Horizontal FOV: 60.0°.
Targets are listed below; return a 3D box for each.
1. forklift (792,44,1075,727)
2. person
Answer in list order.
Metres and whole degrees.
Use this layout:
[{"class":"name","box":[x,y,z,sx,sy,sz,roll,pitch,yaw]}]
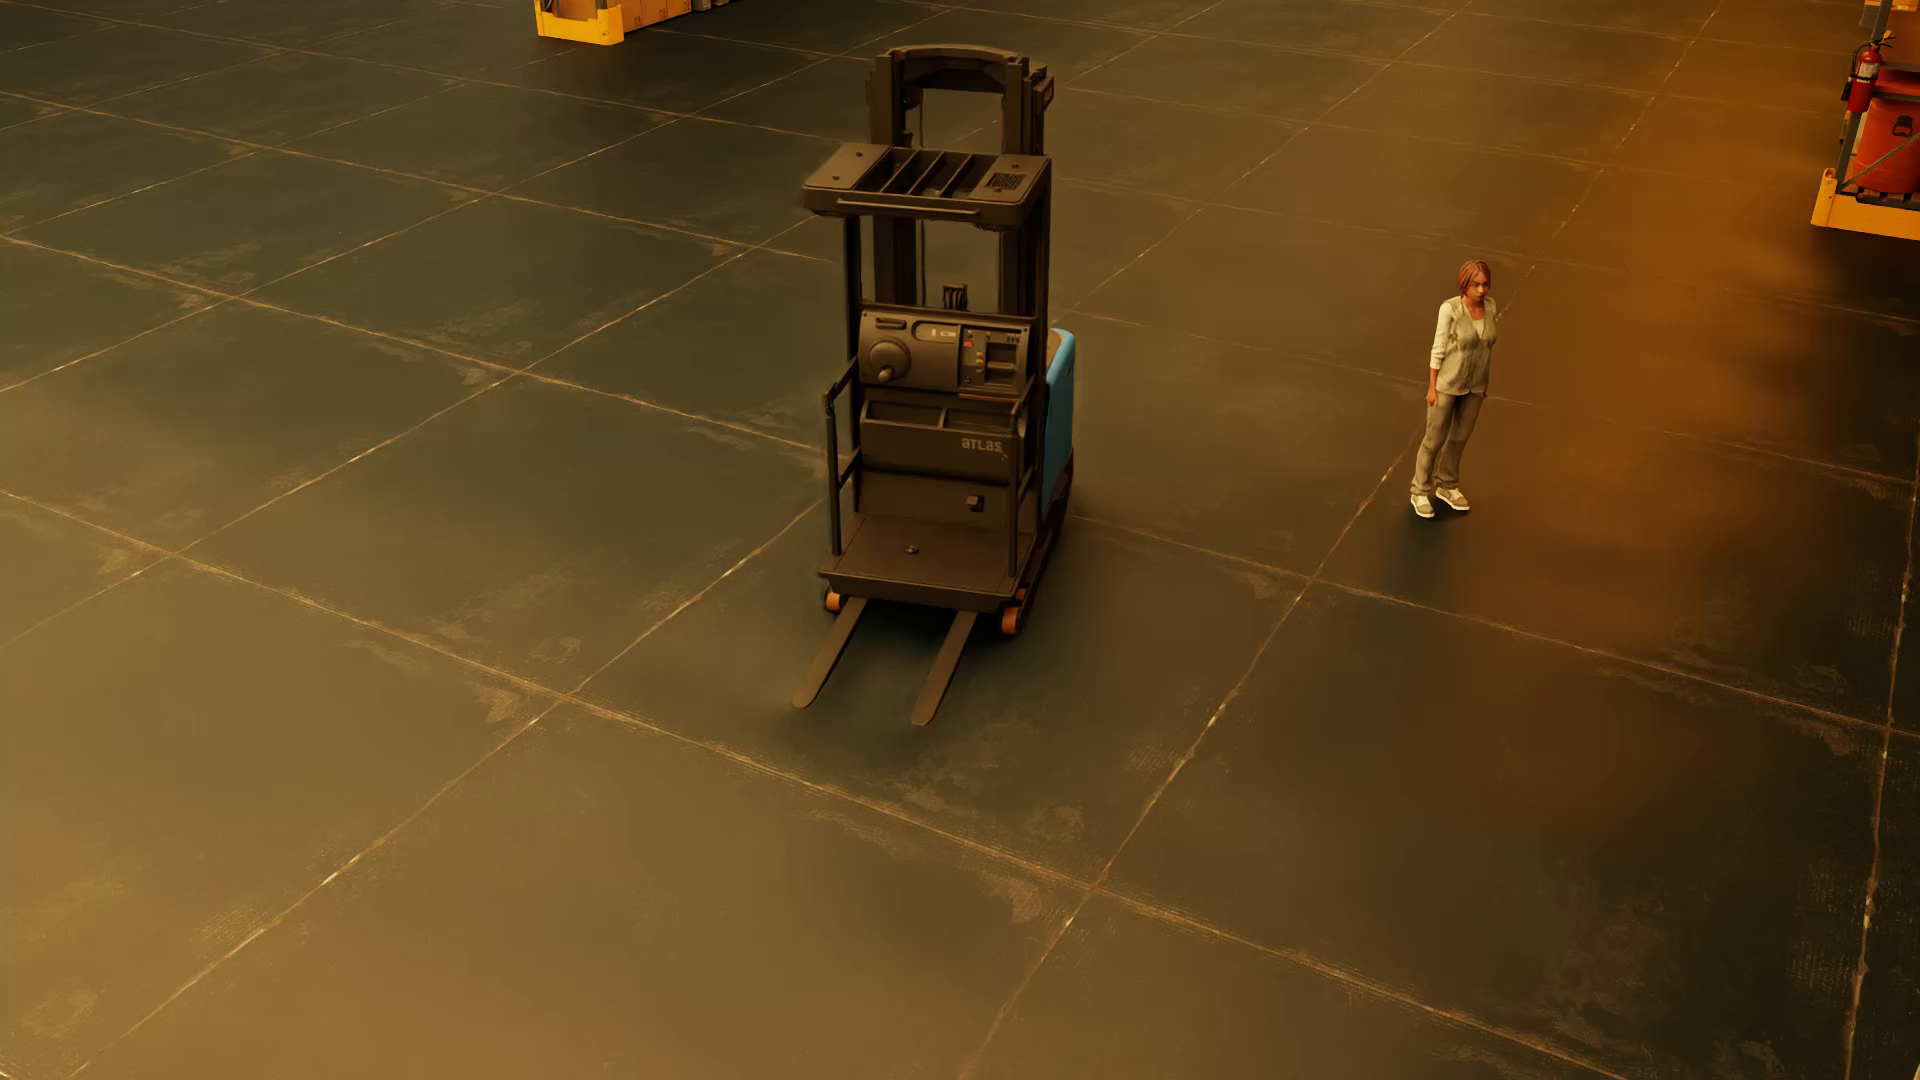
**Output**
[{"class":"forklift","box":[-0.137,-0.955,8.726,1.130,2.935,3.031,7,31,12]},{"class":"person","box":[2.991,-0.912,9.983,0.410,1.604,0.314,-9,31,-16]}]
